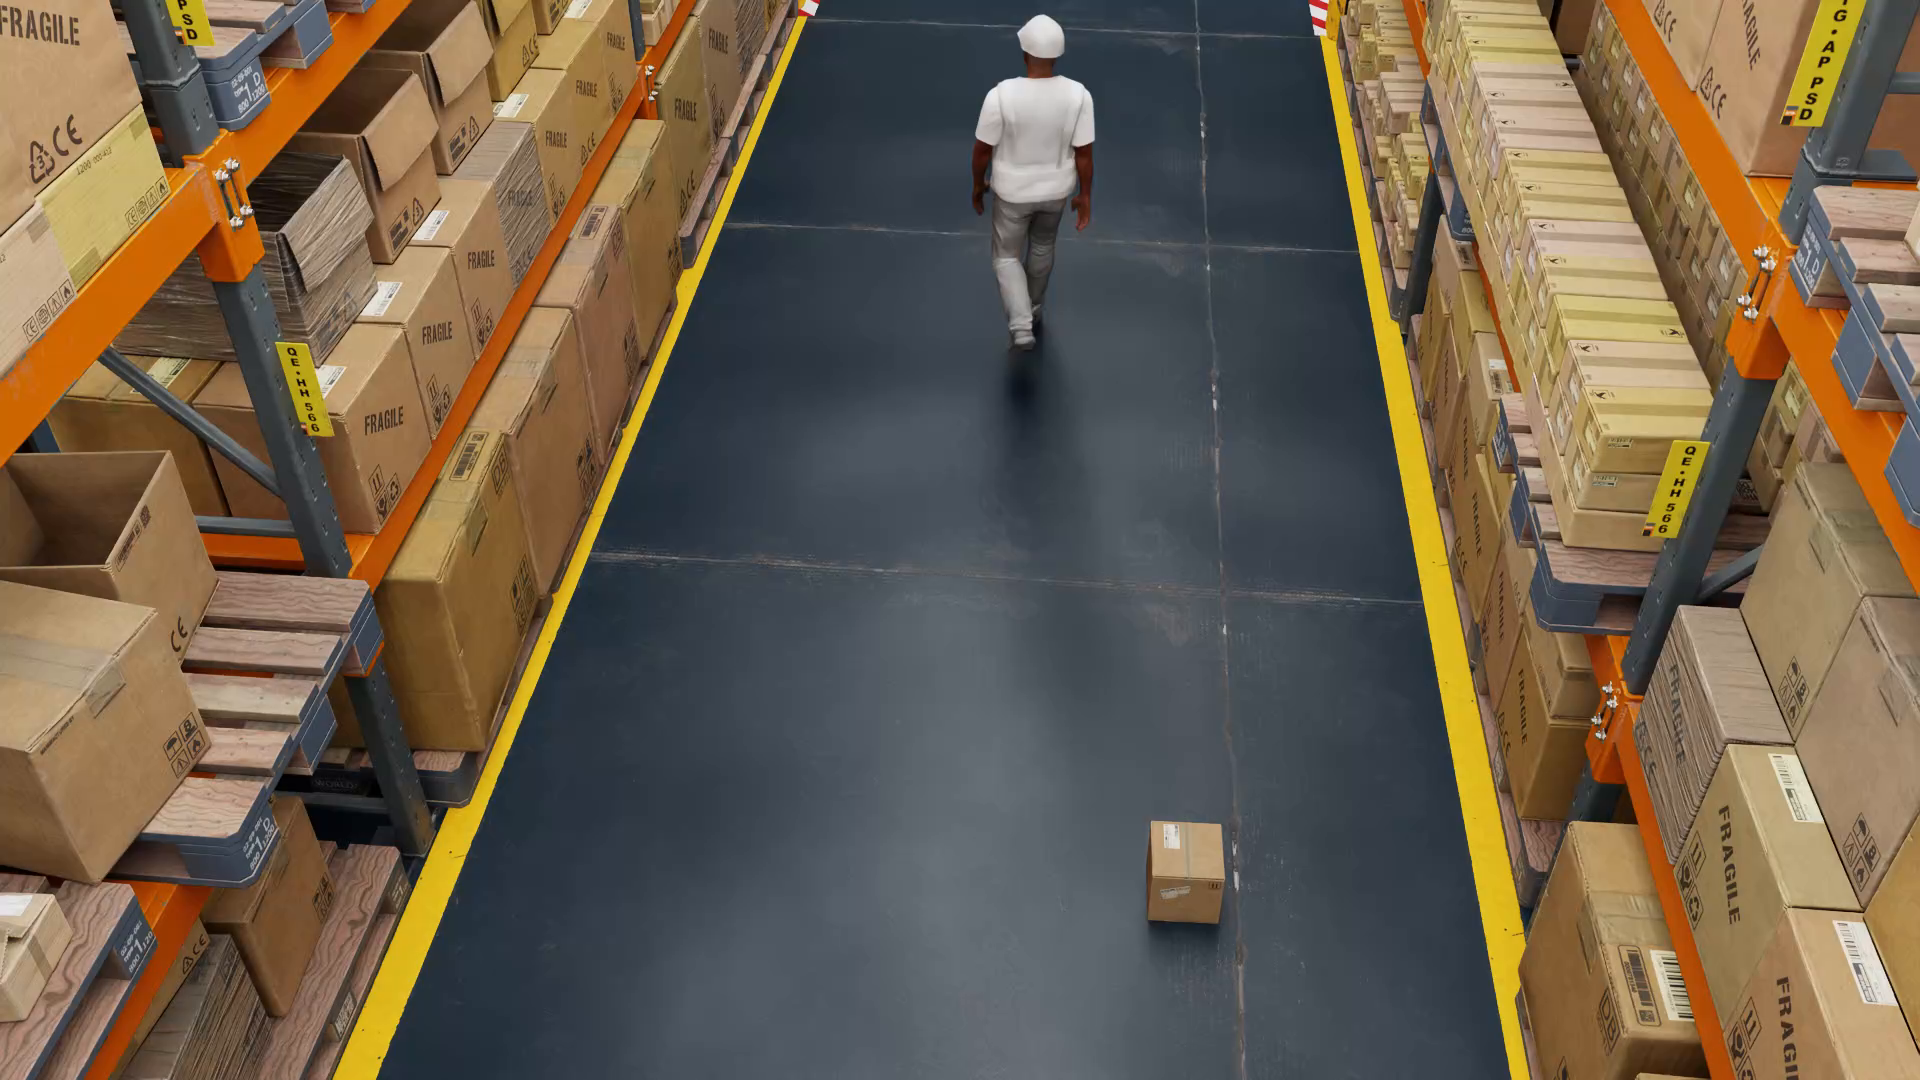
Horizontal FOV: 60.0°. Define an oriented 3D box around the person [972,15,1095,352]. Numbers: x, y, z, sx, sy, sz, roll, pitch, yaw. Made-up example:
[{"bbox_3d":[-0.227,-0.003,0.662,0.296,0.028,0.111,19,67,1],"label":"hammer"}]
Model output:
[{"bbox_3d":[0.353,-1.732,8.209,0.587,1.742,0.872,-5,40,-6],"label":"person"}]
